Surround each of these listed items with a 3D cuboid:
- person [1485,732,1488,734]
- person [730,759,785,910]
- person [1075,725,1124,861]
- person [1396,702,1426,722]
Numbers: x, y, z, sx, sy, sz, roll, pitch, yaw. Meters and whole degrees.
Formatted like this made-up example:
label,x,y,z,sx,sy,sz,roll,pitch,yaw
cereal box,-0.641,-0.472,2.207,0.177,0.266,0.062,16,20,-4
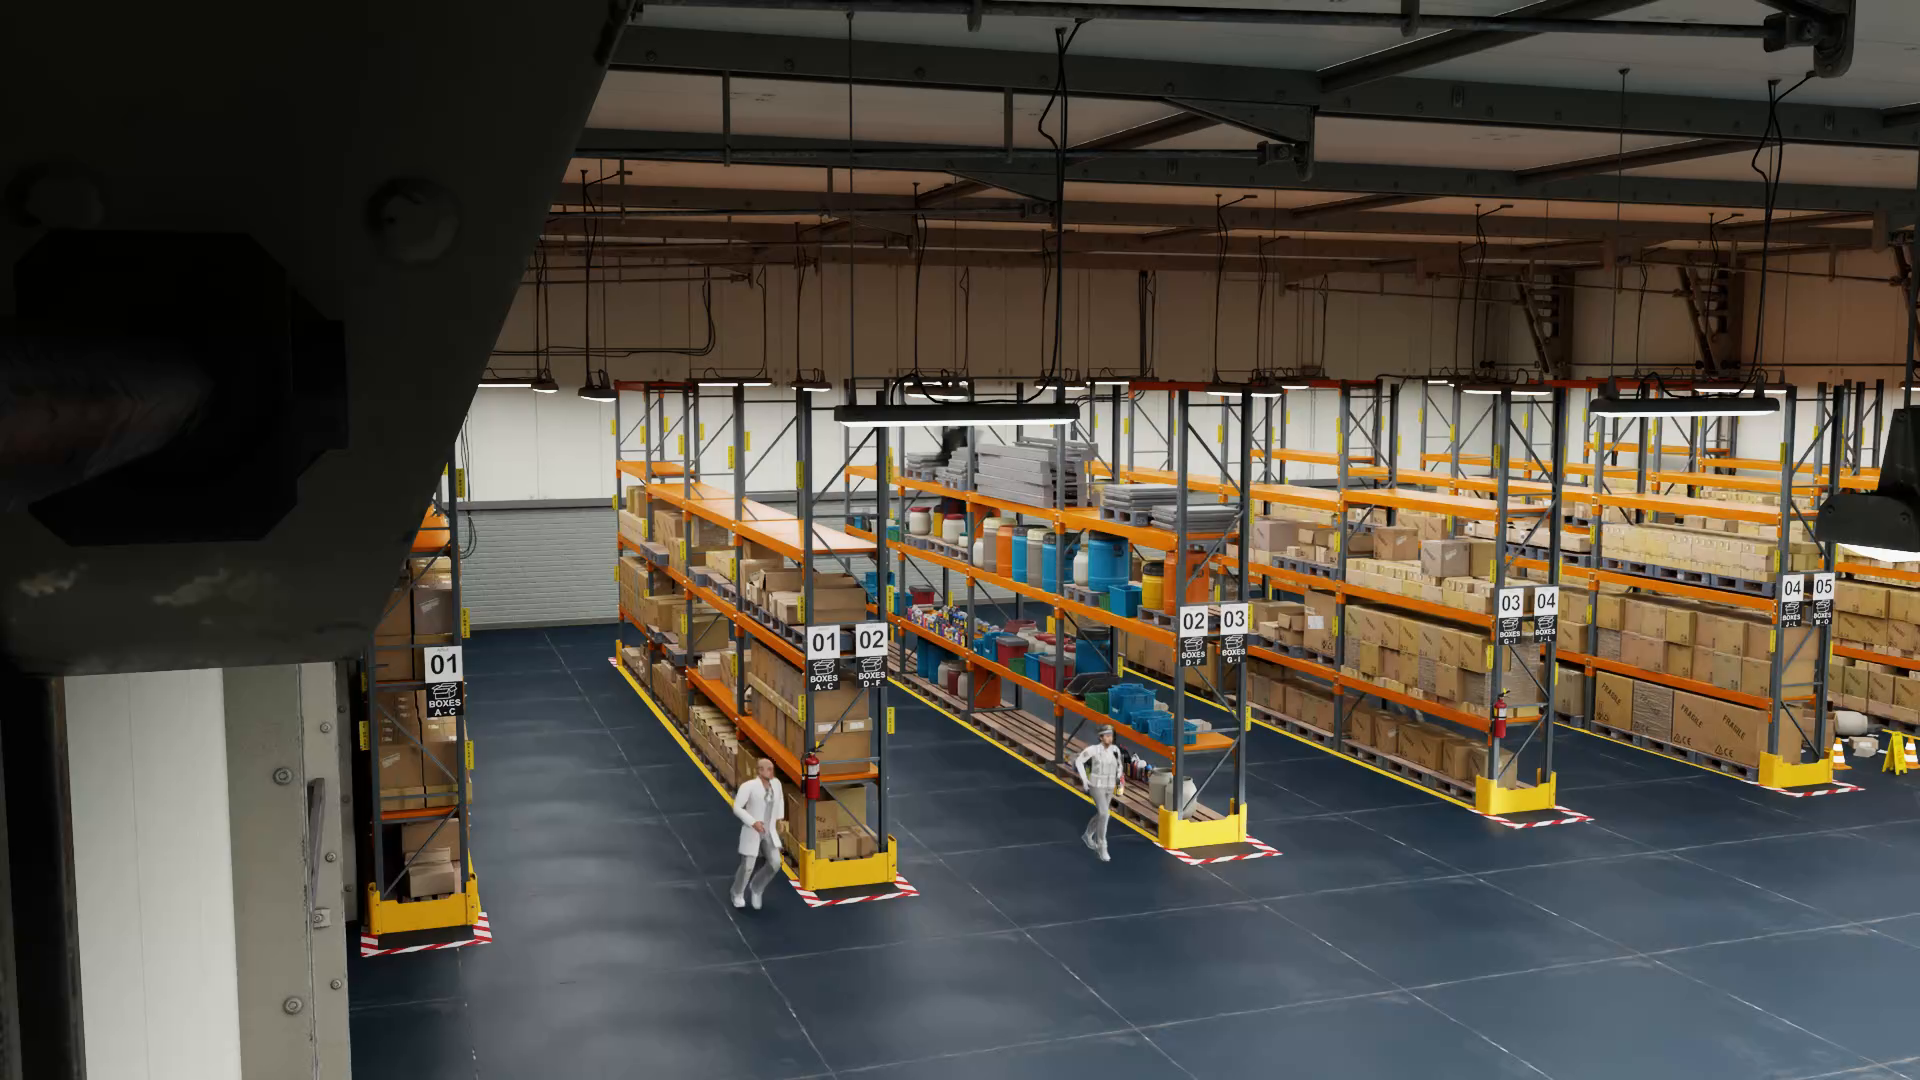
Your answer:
label,x,y,z,sx,sy,sz,roll,pitch,yaw
person,9.032,2.416,28.773,0.670,1.782,0.748,-3,7,-23
person,-2.305,3.421,19.412,0.776,1.760,0.651,-5,8,-38
person,1.866,3.237,21.562,0.613,1.729,0.710,-4,7,-30
person,8.096,2.361,29.644,0.597,1.716,0.868,-2,7,-22
